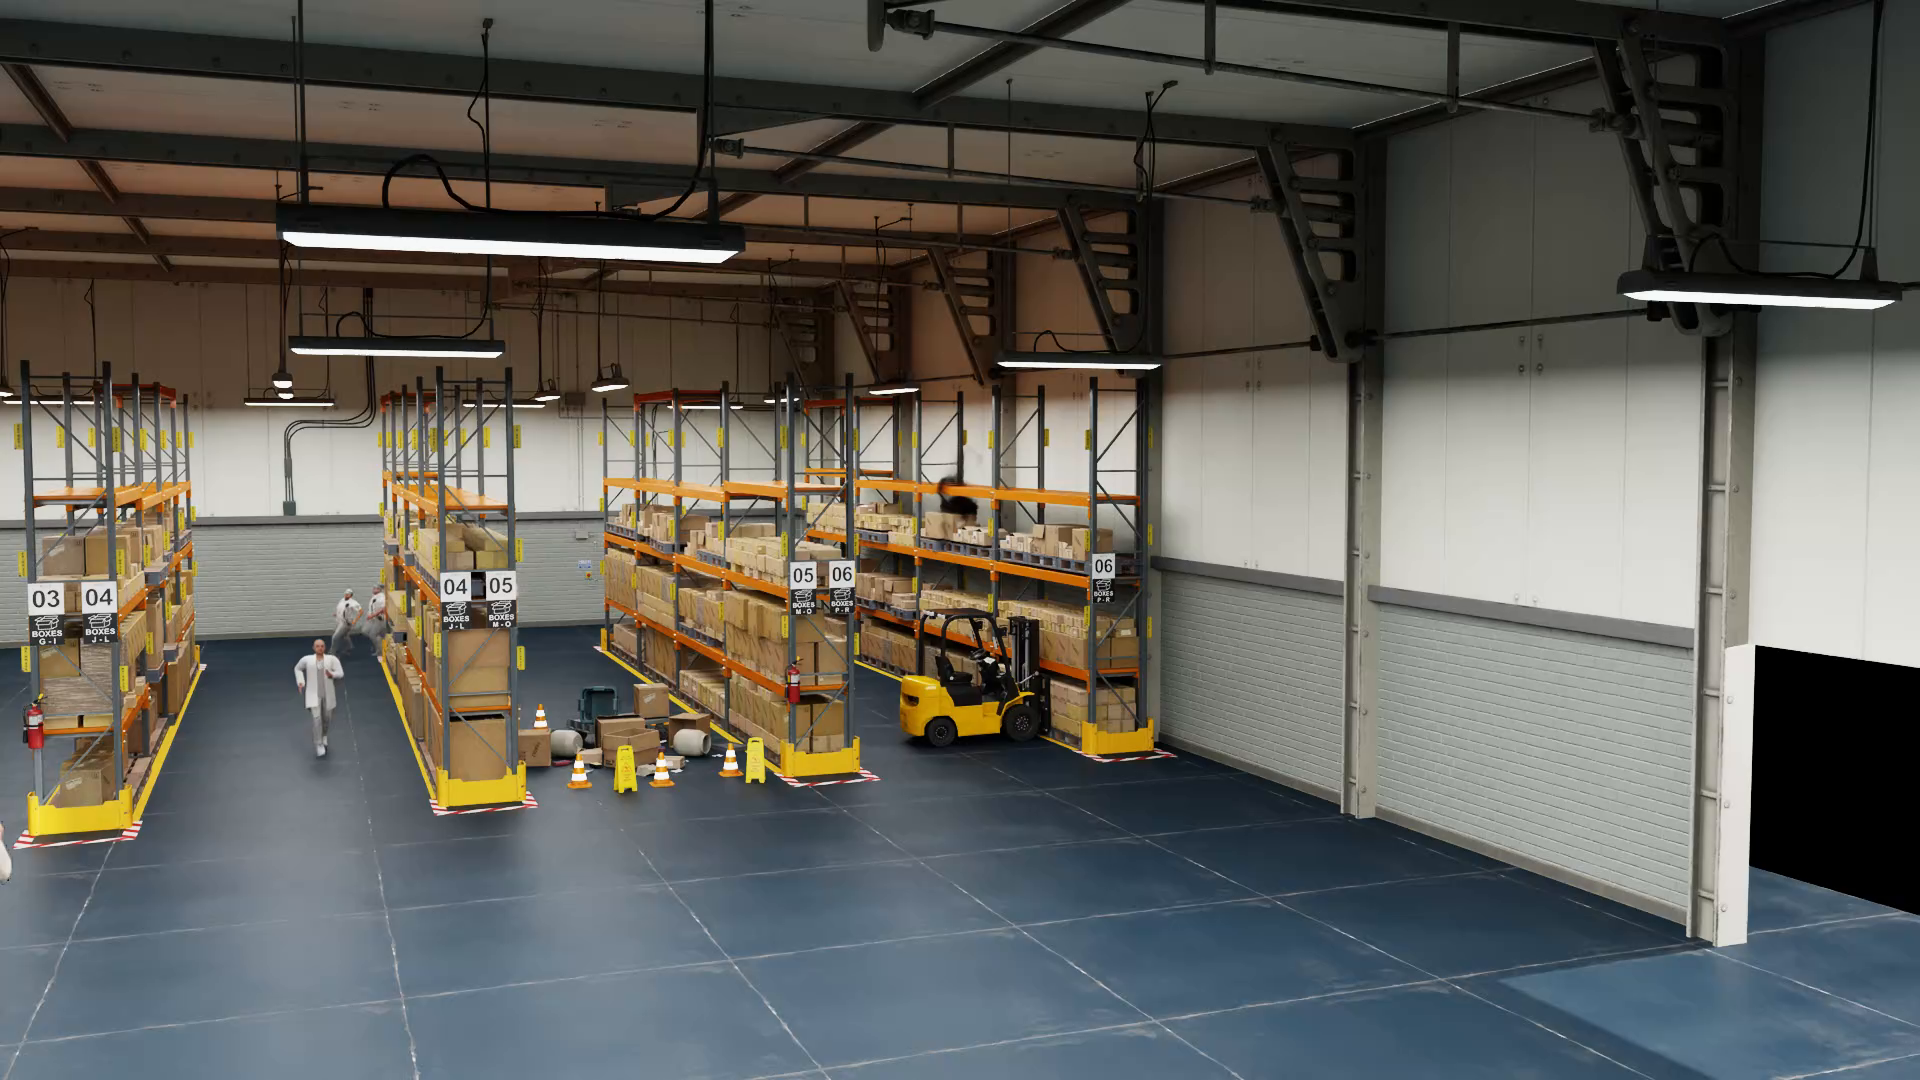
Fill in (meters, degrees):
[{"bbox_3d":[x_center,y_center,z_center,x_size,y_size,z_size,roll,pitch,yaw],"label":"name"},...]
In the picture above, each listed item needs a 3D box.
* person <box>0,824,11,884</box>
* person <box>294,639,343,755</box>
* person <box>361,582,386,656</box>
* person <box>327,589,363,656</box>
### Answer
[{"bbox_3d":[-10.175,3.128,17.245,0.517,1.692,0.669,1,4,13],"label":"person"},{"bbox_3d":[-10.248,2.481,26.646,0.695,1.784,1.042,-2,4,-30],"label":"person"},{"bbox_3d":[-13.553,1.844,38.543,0.552,1.766,0.671,-3,4,-40],"label":"person"},{"bbox_3d":[-14.248,1.916,38.219,0.857,1.603,0.770,-2,4,-35],"label":"person"}]
